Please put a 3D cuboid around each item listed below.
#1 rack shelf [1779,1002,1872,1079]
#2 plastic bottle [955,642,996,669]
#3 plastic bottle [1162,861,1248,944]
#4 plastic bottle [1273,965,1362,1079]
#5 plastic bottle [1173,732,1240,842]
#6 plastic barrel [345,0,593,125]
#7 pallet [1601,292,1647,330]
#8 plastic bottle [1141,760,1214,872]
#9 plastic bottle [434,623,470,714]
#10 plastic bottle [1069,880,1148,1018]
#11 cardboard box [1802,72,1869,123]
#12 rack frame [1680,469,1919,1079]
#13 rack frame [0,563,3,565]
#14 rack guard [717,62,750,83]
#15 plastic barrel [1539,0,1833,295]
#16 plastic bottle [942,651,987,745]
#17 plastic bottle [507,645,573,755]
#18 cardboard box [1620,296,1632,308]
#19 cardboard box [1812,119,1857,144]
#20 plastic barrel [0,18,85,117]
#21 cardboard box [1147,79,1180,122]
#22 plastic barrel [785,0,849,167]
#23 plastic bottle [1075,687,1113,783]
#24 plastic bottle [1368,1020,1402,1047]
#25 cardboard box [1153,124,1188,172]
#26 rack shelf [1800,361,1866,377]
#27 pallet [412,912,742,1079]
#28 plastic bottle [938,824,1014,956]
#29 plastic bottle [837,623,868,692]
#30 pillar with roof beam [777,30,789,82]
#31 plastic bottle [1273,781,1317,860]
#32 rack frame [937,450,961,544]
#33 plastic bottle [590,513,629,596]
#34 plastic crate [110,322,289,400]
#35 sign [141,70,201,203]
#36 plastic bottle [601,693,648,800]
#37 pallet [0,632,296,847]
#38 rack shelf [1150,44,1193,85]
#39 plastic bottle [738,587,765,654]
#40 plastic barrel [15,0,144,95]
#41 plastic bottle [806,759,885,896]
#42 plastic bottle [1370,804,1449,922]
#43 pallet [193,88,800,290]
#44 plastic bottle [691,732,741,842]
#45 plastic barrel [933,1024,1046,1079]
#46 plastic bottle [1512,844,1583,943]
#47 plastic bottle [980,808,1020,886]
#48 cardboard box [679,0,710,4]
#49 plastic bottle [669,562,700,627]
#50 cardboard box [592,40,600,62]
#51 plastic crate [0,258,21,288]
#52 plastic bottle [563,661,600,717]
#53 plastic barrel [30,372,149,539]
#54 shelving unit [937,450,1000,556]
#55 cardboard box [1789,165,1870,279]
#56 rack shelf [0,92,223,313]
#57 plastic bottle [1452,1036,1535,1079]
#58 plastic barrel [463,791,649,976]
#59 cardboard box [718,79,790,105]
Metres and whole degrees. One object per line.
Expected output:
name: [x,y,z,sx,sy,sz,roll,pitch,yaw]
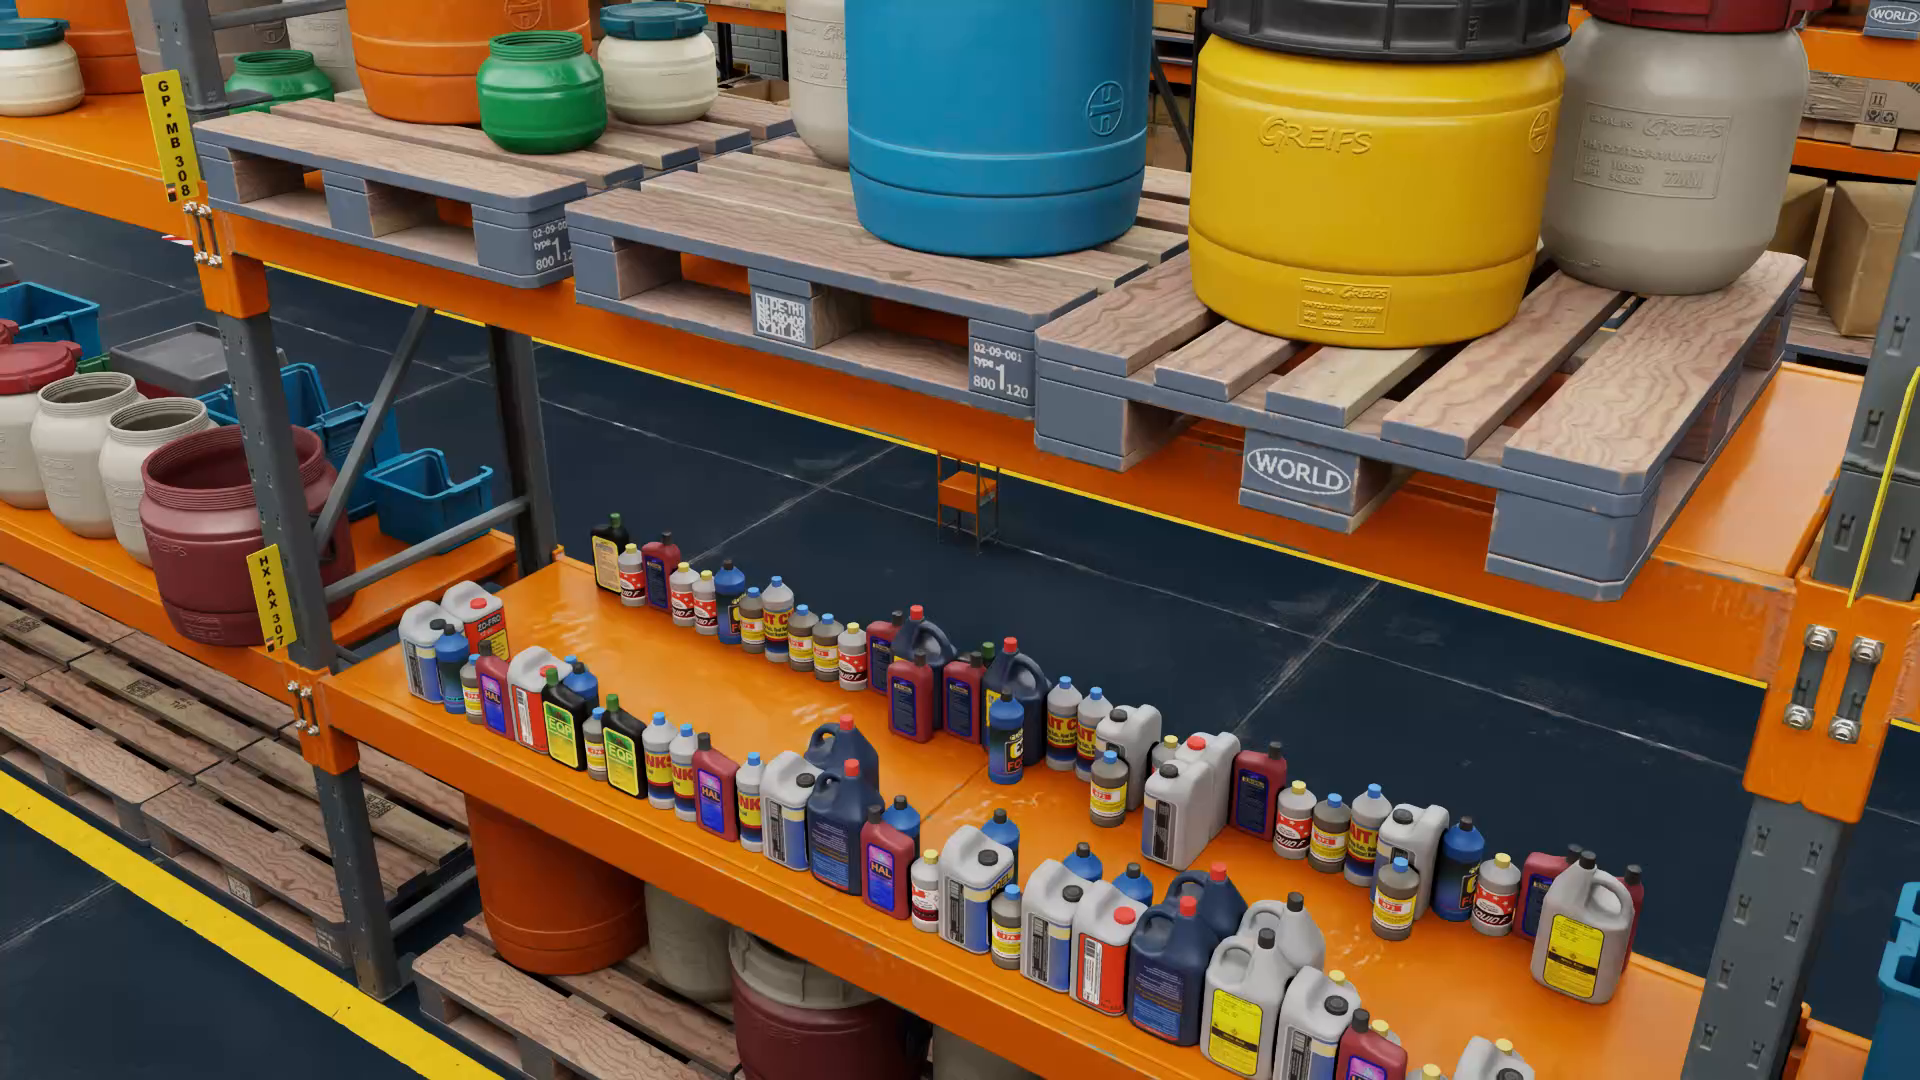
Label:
rack shelf: [3.217,1.901,2.500,4.000,0.370,1.077,17,32,30]
plastic bottle: [0.051,0.412,4.763,0.133,0.283,0.061,17,32,30]
plastic bottle: [0.555,0.874,3.780,0.185,0.351,0.144,17,32,30]
plastic bottle: [0.759,1.048,3.520,0.135,0.276,0.152,17,32,30]
plastic bottle: [0.639,0.623,4.355,0.135,0.276,0.152,17,32,30]
plastic barrel: [-1.263,-1.529,4.203,0.708,0.830,0.600,17,32,30]
pallet: [2.684,-1.228,8.067,1.213,0.211,1.003,17,32,30]
plastic bottle: [0.553,0.680,4.243,0.135,0.276,0.152,17,32,30]
plastic bottle: [-1.475,0.369,4.859,0.097,0.271,0.097,0,27,0]
plastic bottle: [0.344,0.919,3.774,0.135,0.276,0.152,17,32,30]
cardboard box: [5.819,-3.107,11.087,0.500,0.500,0.500,17,32,30]
rack frame: [1.568,1.067,3.346,0.127,3.000,1.000,17,32,30]
rack frame: [-5.026,-0.987,7.383,0.127,3.000,1.000,17,32,30]
rack guard: [-2.651,-4.585,17.208,0.348,0.500,1.175,17,32,30]
plastic barrel: [1.276,-0.746,2.989,0.433,0.535,0.433,0,27,0]
plastic bottle: [0.016,0.434,4.718,0.133,0.283,0.061,17,32,30]
plastic bottle: [-1.174,0.446,4.703,0.135,0.276,0.152,17,32,30]
cardboard box: [2.885,-1.446,7.711,0.500,0.500,0.700,9,28,18]
cardboard box: [5.914,-2.787,11.175,0.250,0.149,0.380,17,32,30]
plastic barrel: [-2.909,-1.475,5.185,0.301,0.262,0.301,0,27,0]
cardboard box: [1.564,-3.813,14.379,0.500,0.250,0.500,17,31,29]
plastic barrel: [-0.182,-1.146,3.774,0.433,0.535,0.433,0,27,0]
plastic bottle: [0.368,0.526,4.551,0.097,0.271,0.097,0,27,0]
plastic bottle: [0.874,1.099,3.503,0.097,0.201,0.097,0,27,0]
cardboard box: [2.051,-3.330,14.258,0.500,0.500,0.700,18,32,31]
rack shelf: [2.727,-0.977,8.155,4.000,0.370,1.077,17,32,30]
pallet: [-1.055,1.470,5.629,1.213,0.211,1.003,17,32,30]
plastic bottle: [0.041,0.825,3.959,0.135,0.276,0.152,17,32,30]
plastic bottle: [-0.317,0.344,4.987,0.097,0.201,0.097,0,27,0]
pillar with roof beam: [-4.085,-6.926,12.438,0.400,9.000,9.100,17,32,30]
plastic bottle: [0.860,0.710,4.266,0.097,0.201,0.097,0,27,0]
rack frame: [-0.056,-0.485,8.546,0.008,1.050,0.200,17,32,30]
plastic bottle: [-1.154,0.036,5.500,0.133,0.283,0.061,17,32,30]
plastic crate: [-2.888,-0.518,6.390,0.583,0.464,0.402,17,32,30]
sign: [-2.035,-1.043,4.300,0.005,0.325,0.100,17,32,30]
plastic bottle: [-0.899,0.553,4.484,0.133,0.283,0.061,17,32,30]
pallet: [-3.347,0.756,7.032,1.213,0.211,1.003,17,32,30]
rack shelf: [2.232,-3.857,13.815,4.000,0.370,1.077,17,32,30]
plastic bottle: [-0.638,0.244,5.183,0.097,0.201,0.097,0,27,0]
plastic barrel: [-2.822,-1.948,5.490,0.708,0.830,0.600,17,32,30]
plastic bottle: [-0.283,0.693,4.136,0.185,0.351,0.144,17,32,30]
plastic bottle: [1.101,0.767,4.072,0.135,0.276,0.152,17,32,30]
pallet: [-1.154,-0.980,4.269,1.213,0.211,1.003,17,32,30]
plastic bottle: [-0.629,0.638,4.318,0.133,0.283,0.061,17,32,30]
plastic barrel: [0.131,1.482,4.810,0.421,0.512,0.421,0,27,0]
plastic bottle: [1.398,0.831,3.938,0.133,0.283,0.061,17,32,30]
plastic bottle: [0.097,0.775,4.061,0.097,0.271,0.097,0,27,0]
cardboard box: [-2.492,-5.416,16.229,0.500,0.250,0.500,16,31,29]
plastic bottle: [-0.879,0.169,5.331,0.097,0.201,0.097,0,27,0]
cardboard box: [-2.564,-3.161,10.830,0.250,0.149,0.380,17,32,30]
plastic crate: [-4.454,-1.006,7.349,0.583,0.464,0.402,17,32,30]
plastic bottle: [-1.059,0.465,4.670,0.097,0.271,0.097,0,27,0]
plastic barrel: [-3.045,-0.302,5.914,0.421,0.512,0.421,0,27,0]
shelving unit: [0.044,-0.454,8.485,0.252,1.050,0.215,17,32,30]
cardboard box: [5.834,-2.211,11.695,0.750,0.750,0.750,18,32,32]
rack shelf: [-3.377,-1.490,5.856,4.000,0.370,1.077,17,32,30]
plastic bottle: [1.060,1.142,3.335,0.135,0.276,0.152,17,32,30]
plastic barrel: [-1.316,0.939,5.527,0.708,0.830,0.600,17,32,30]
cardboard box: [-1.160,-2.544,10.332,0.500,0.500,0.500,20,33,34]
